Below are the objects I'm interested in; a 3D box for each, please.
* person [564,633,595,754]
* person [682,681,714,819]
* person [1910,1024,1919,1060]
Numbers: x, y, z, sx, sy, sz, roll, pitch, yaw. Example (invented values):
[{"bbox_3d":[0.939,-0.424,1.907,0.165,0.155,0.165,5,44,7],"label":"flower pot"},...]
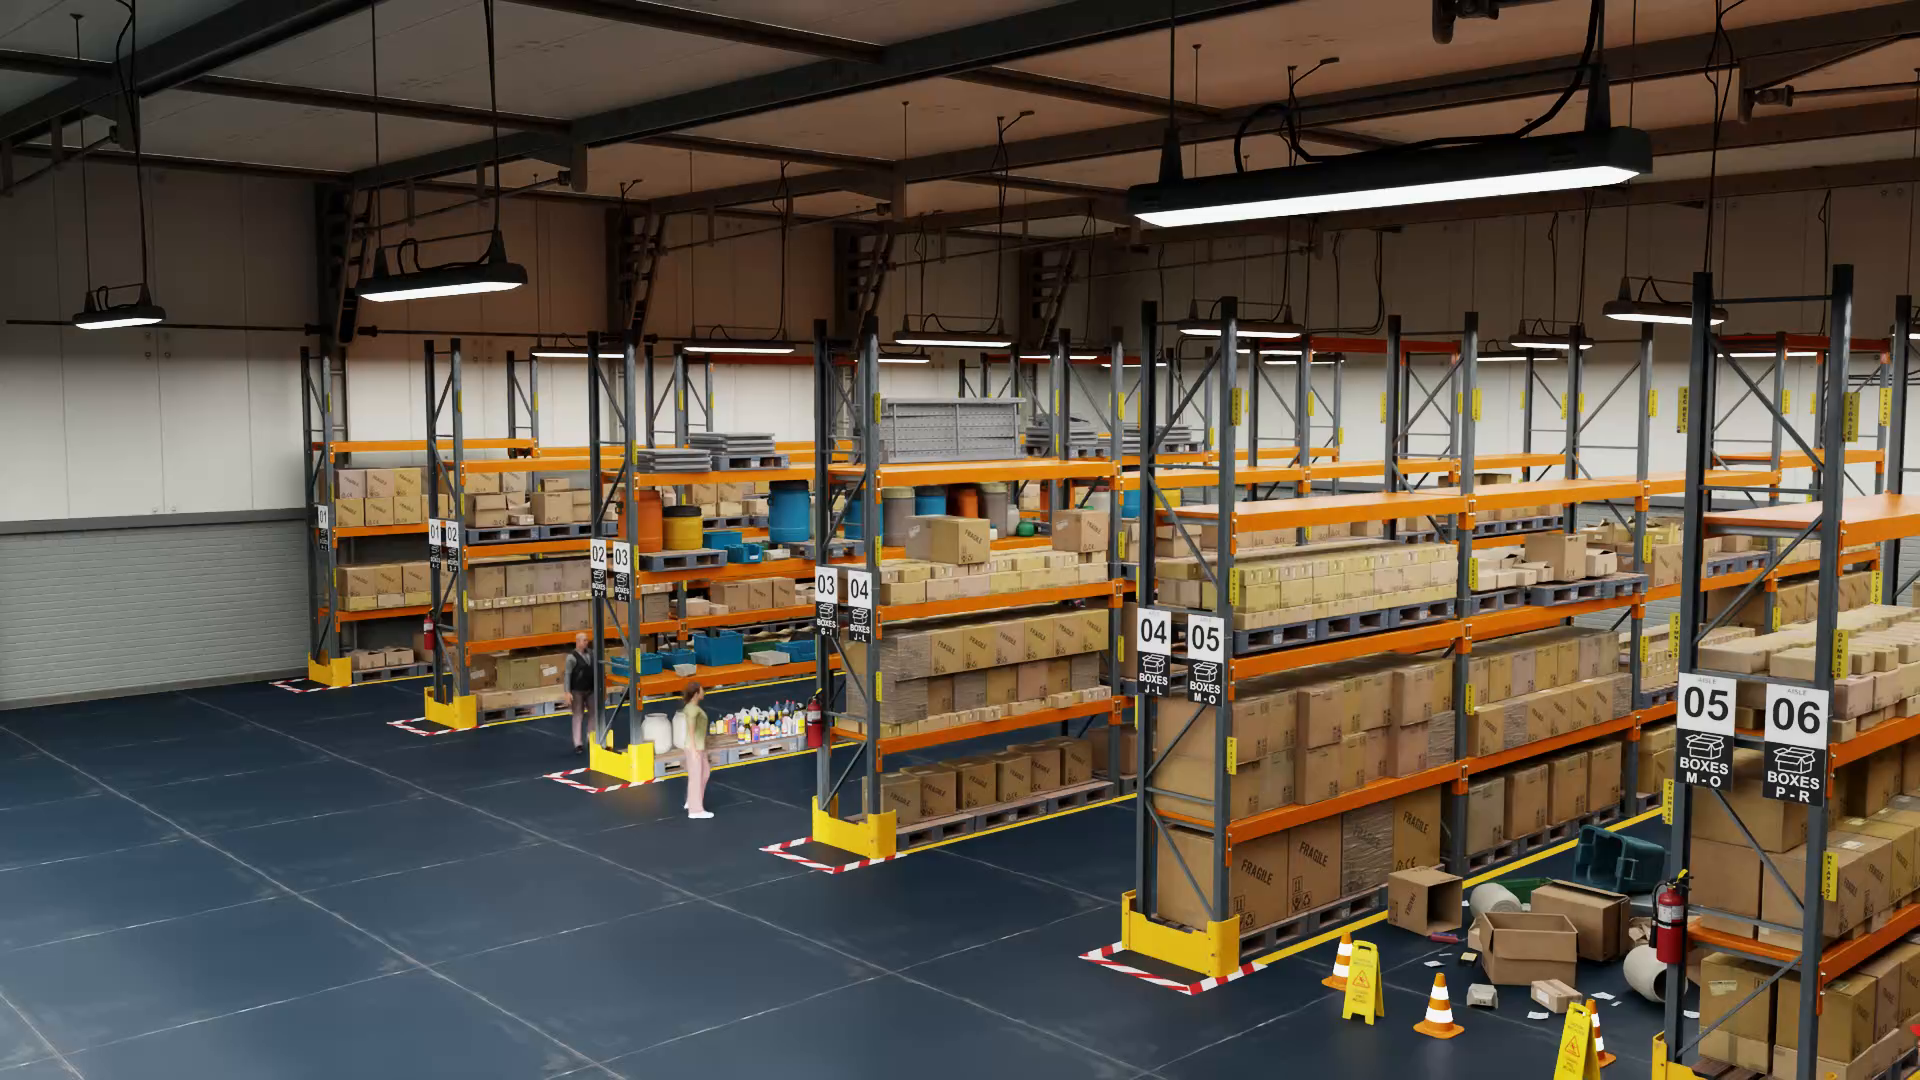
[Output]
[{"bbox_3d":[-5.454,2.235,24.019,0.365,1.803,0.591,5,7,44],"label":"person"},{"bbox_3d":[-3.203,2.568,20.284,0.381,1.698,0.529,-1,5,-6],"label":"person"},{"bbox_3d":[5.344,3.493,9.158,1.086,1.748,0.501,3,6,28],"label":"person"}]
